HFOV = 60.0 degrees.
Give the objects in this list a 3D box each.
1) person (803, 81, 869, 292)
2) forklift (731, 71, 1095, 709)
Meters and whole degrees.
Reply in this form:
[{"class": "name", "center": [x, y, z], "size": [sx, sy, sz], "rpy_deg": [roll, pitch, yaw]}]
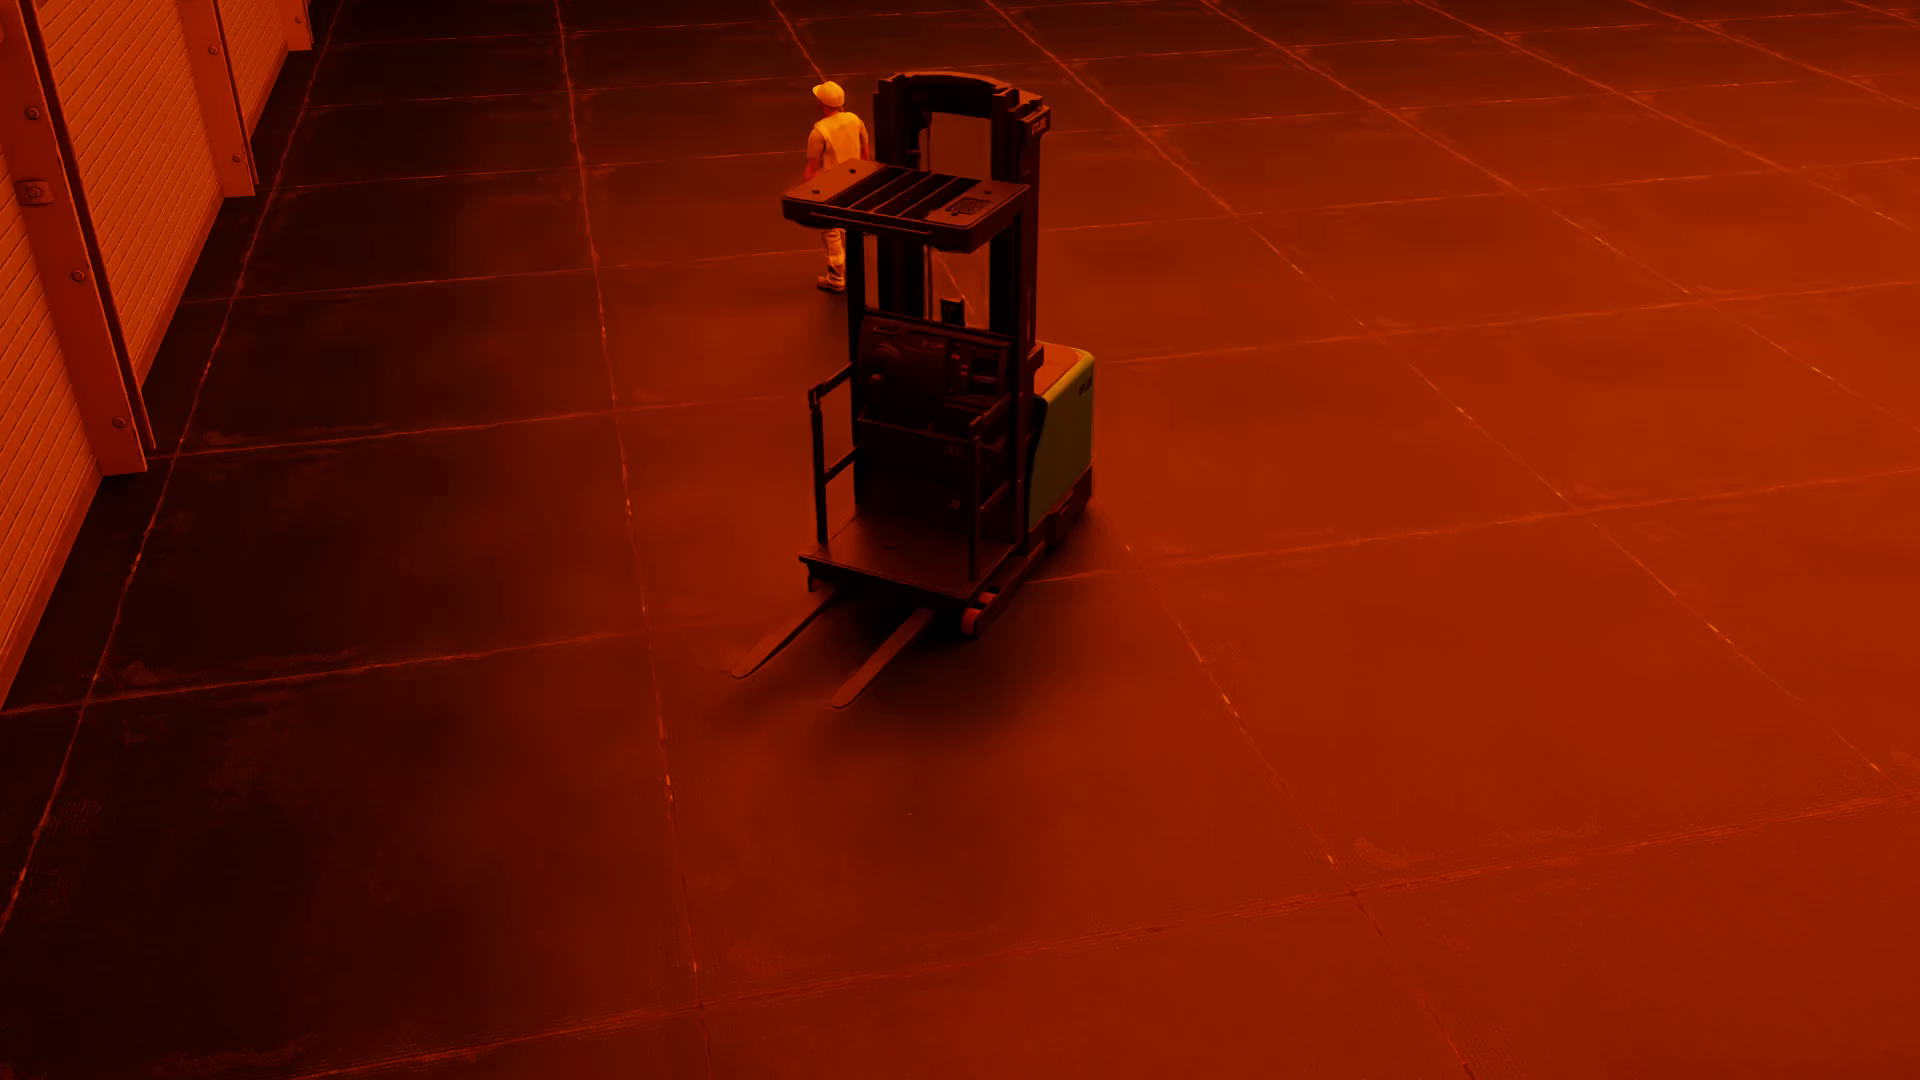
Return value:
[{"class": "person", "center": [-1.076, -2.937, 13.773], "size": [0.638, 1.787, 0.564], "rpy_deg": [-21, 36, -32]}, {"class": "forklift", "center": [-0.248, -0.964, 9.239], "size": [1.130, 2.935, 3.031], "rpy_deg": [14, 33, 22]}]
